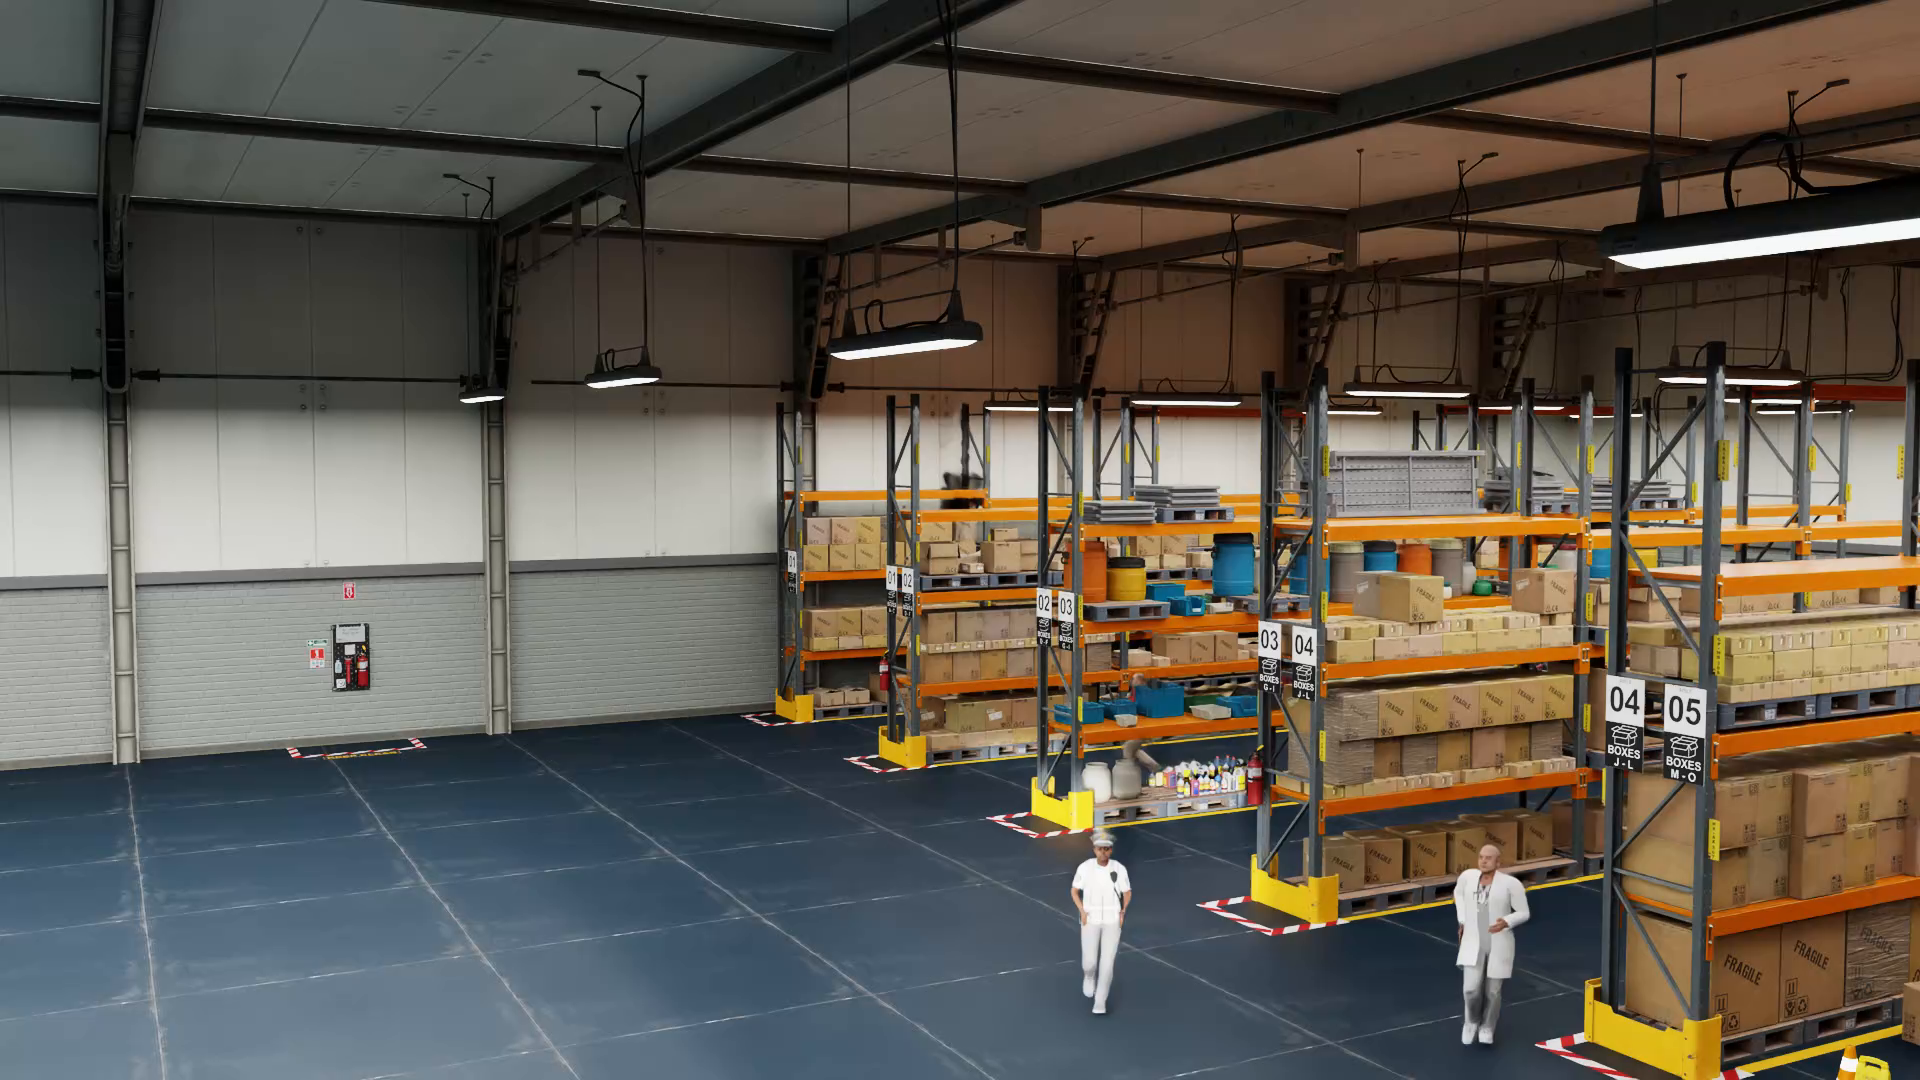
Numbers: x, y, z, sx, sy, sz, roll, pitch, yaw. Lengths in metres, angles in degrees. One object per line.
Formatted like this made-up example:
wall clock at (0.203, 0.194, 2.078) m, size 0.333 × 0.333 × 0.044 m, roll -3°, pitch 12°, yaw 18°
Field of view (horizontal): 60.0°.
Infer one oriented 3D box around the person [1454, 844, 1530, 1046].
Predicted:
person at (4.502, 3.529, 14.201) m, size 0.679 × 1.678 × 0.720 m, roll 2°, pitch 4°, yaw 29°

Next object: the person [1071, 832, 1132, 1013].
person at (1.296, 3.474, 15.200) m, size 0.555 × 1.654 × 0.549 m, roll 0°, pitch 3°, yaw 2°

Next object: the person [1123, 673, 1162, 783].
person at (2.682, 2.874, 25.187) m, size 0.858 × 1.736 × 0.682 m, roll -1°, pitch 3°, yaw -10°
